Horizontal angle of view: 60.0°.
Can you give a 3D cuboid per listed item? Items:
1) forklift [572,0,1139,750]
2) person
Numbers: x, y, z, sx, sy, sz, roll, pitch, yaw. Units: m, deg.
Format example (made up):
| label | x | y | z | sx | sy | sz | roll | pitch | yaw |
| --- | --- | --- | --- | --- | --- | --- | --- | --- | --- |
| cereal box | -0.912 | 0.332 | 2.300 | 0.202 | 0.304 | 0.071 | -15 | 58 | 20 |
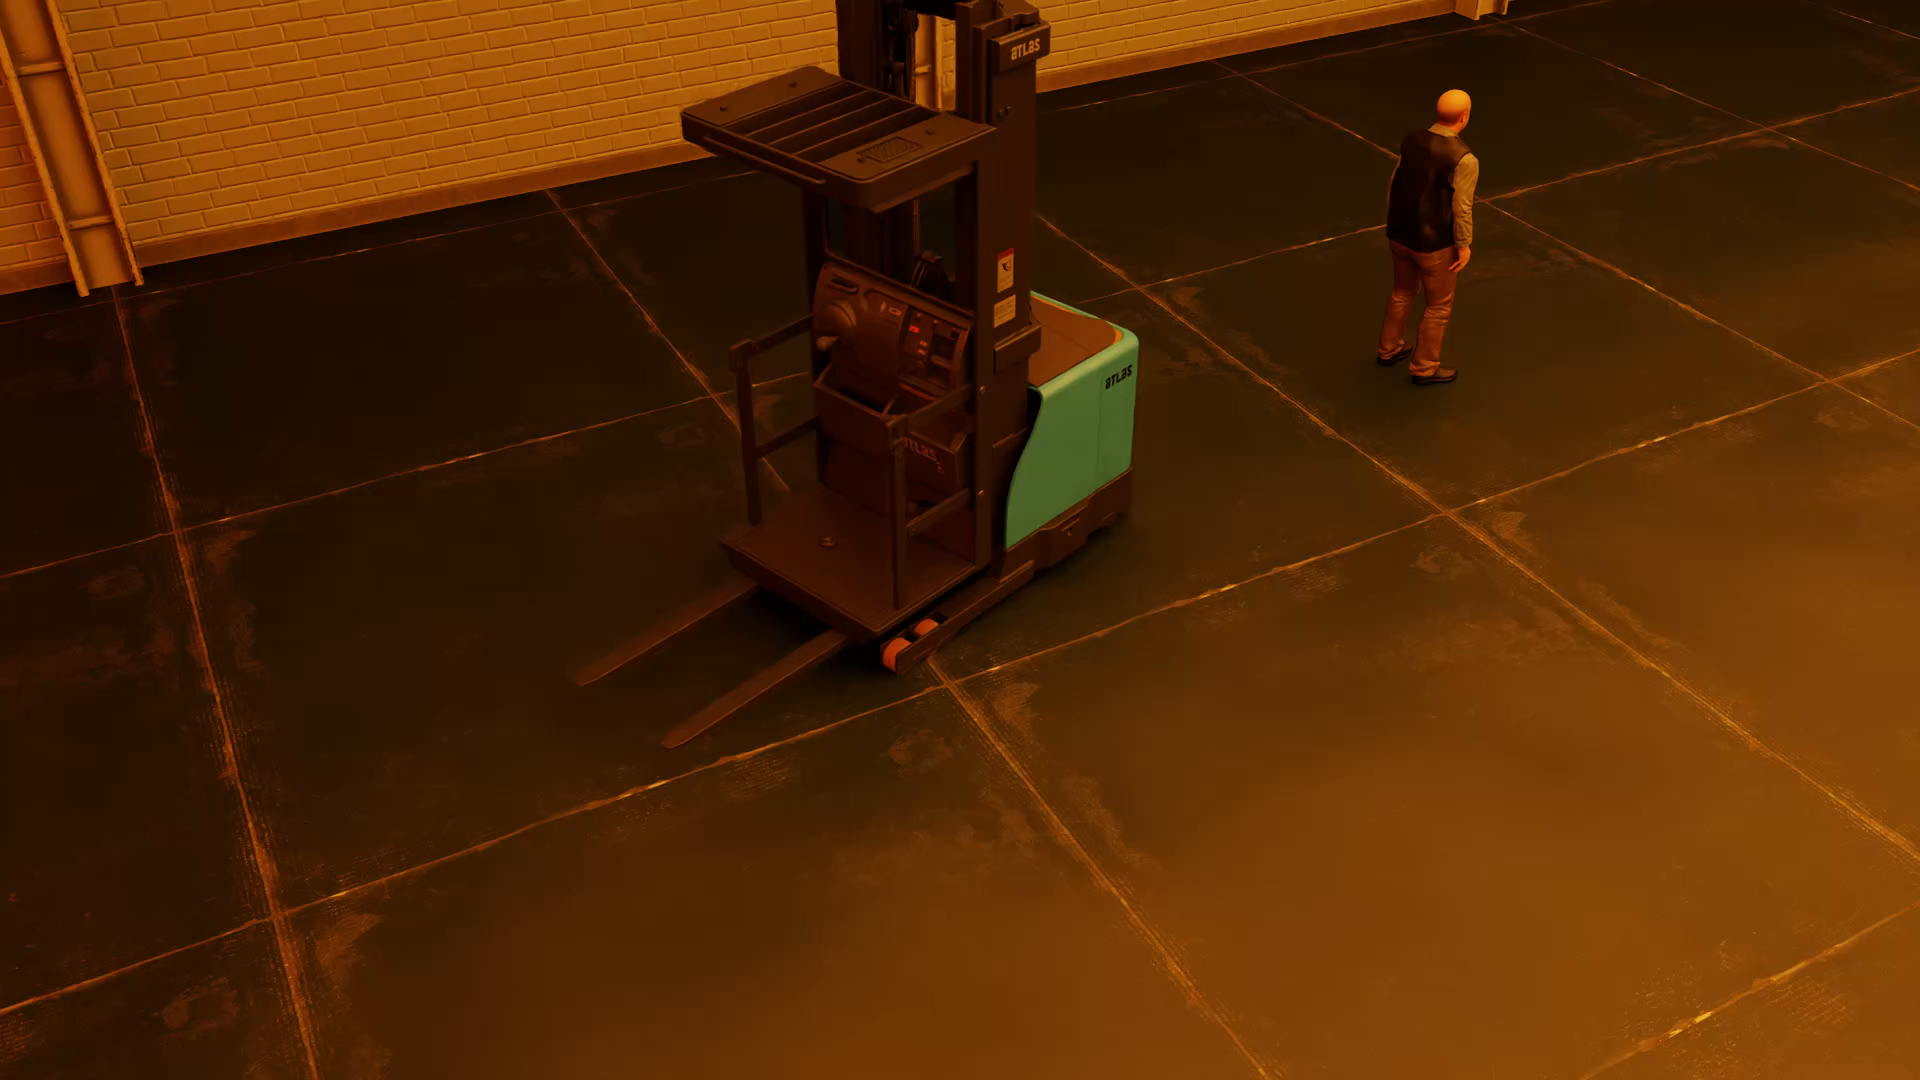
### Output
| label | x | y | z | sx | sy | sz | roll | pitch | yaw |
| --- | --- | --- | --- | --- | --- | --- | --- | --- | --- |
| forklift | -0.459 | -0.905 | 7.403 | 1.130 | 2.935 | 3.031 | 28 | 44 | 33 |
| person | 2.700 | -1.751 | 9.651 | 0.426 | 1.719 | 0.581 | -22 | 41 | -28 |
